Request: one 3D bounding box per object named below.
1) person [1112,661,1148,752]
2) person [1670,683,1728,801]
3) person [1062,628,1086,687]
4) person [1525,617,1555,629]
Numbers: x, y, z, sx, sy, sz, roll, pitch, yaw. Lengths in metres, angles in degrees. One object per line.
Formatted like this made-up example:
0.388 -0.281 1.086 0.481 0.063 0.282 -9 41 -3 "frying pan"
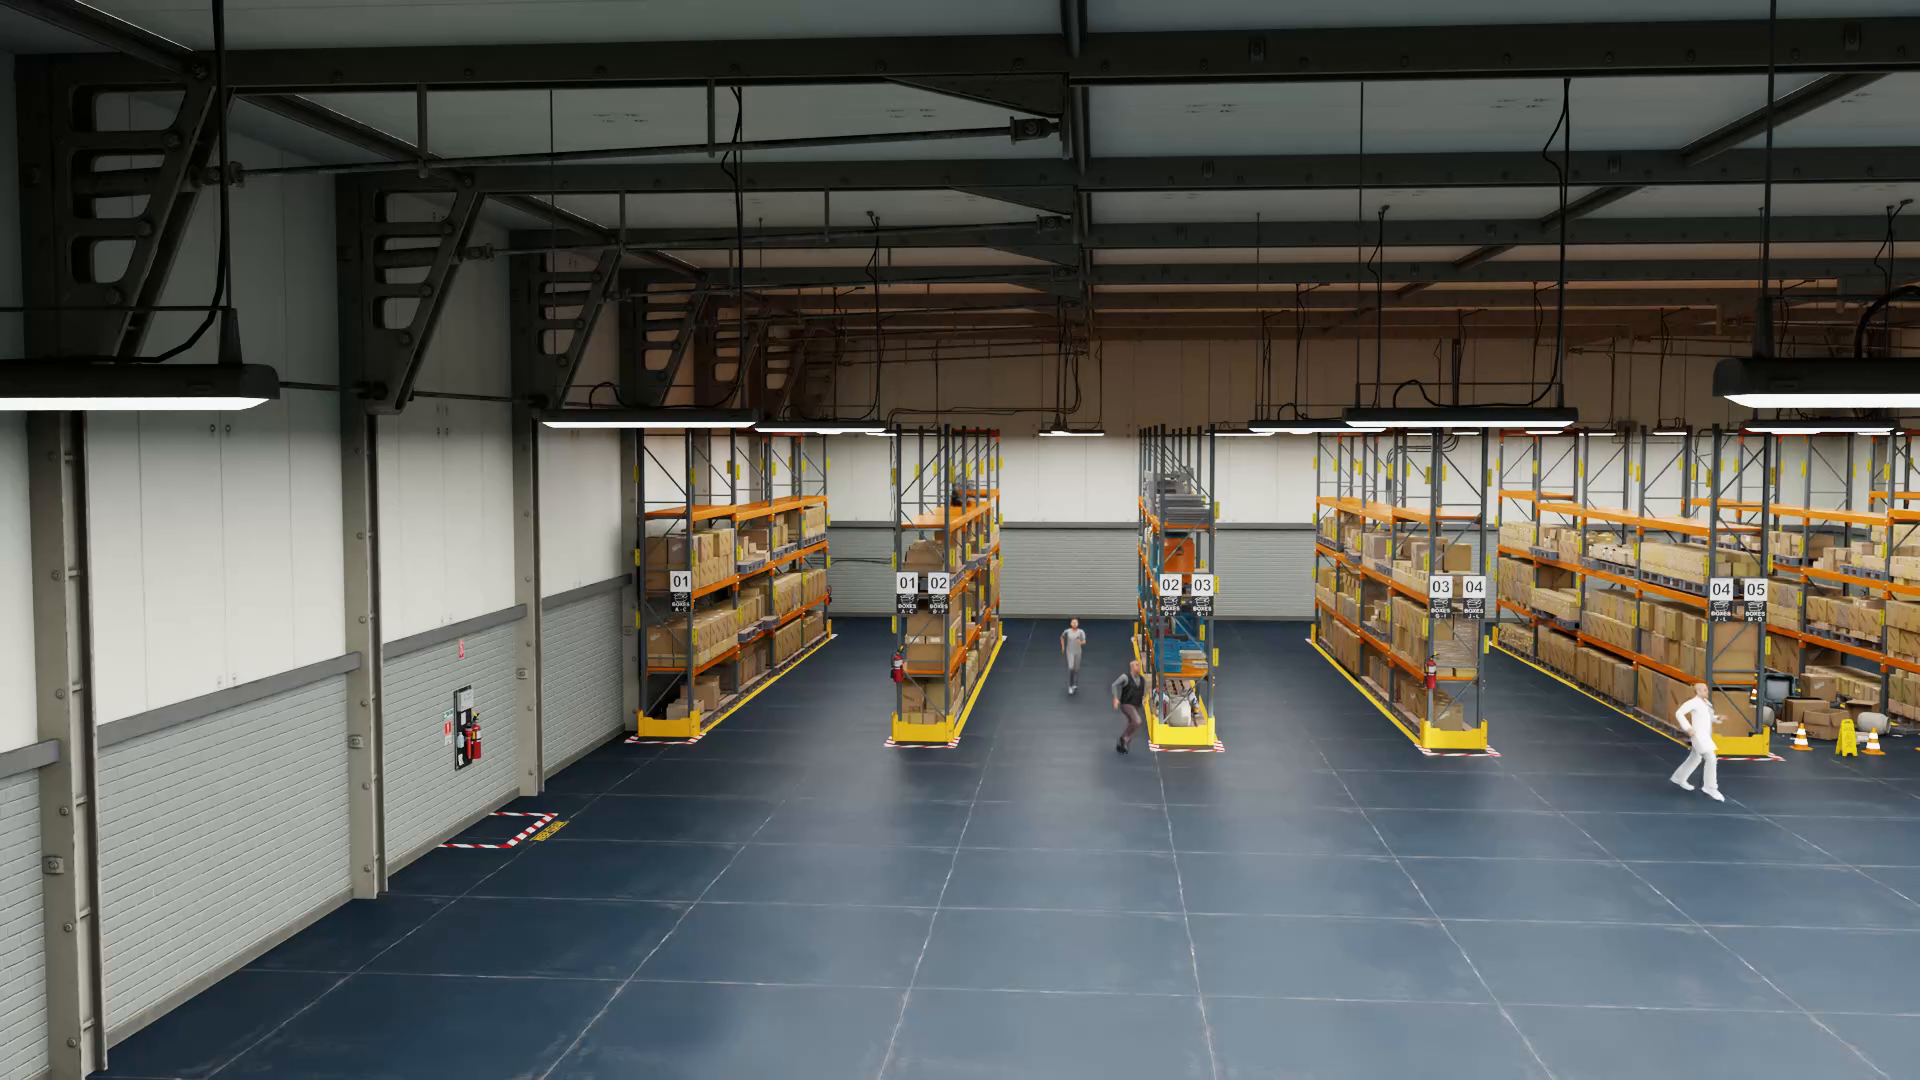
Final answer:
3.176 3.034 30.319 0.656 1.653 0.628 -2 4 -32 "person"
11.843 3.203 26.649 0.894 1.839 0.679 3 5 41 "person"
2.575 2.652 37.596 0.507 1.318 0.655 0 3 -6 "person"
16.463 2.018 47.271 1.020 1.735 0.508 0 3 0 "person"
